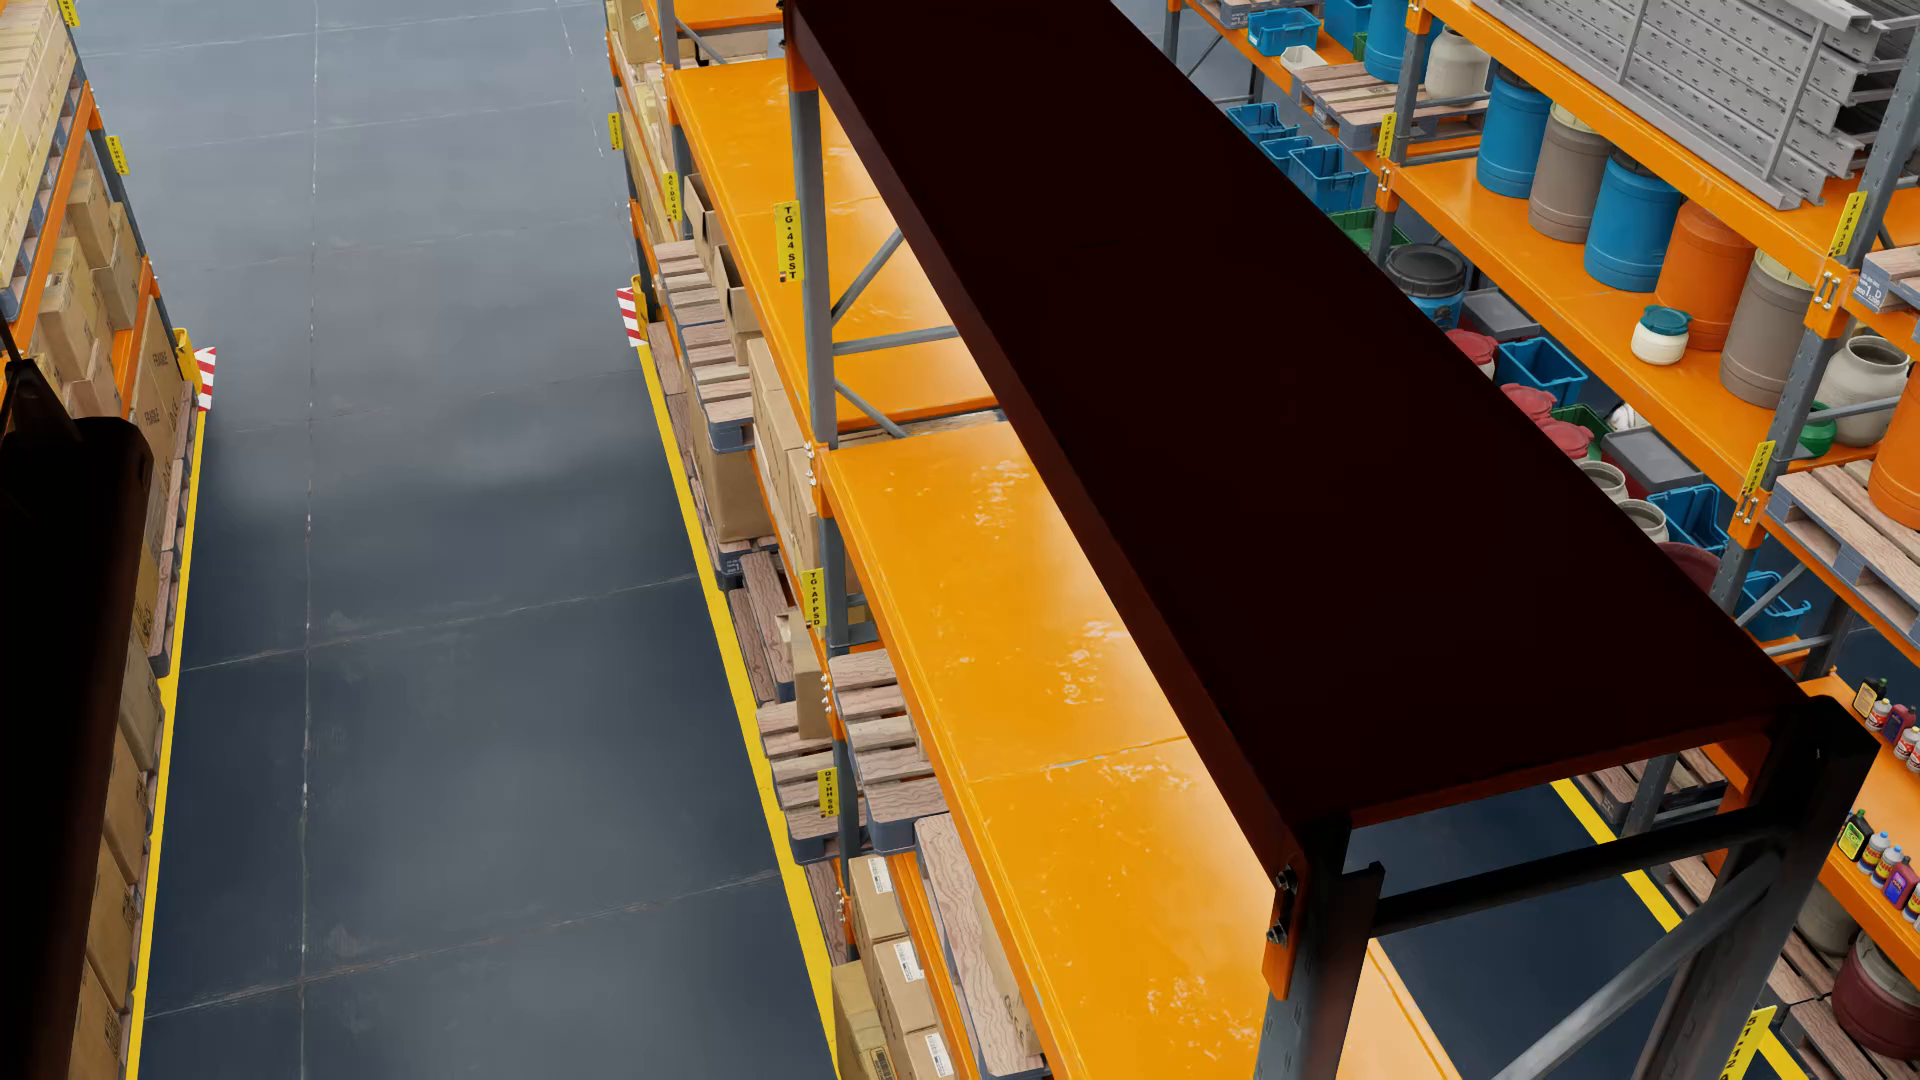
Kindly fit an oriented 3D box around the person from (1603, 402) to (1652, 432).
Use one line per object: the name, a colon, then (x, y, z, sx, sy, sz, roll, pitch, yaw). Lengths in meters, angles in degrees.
person: (4.898, -0.615, 12.318, 0.467, 1.576, 1.110, -4, 39, -5)
